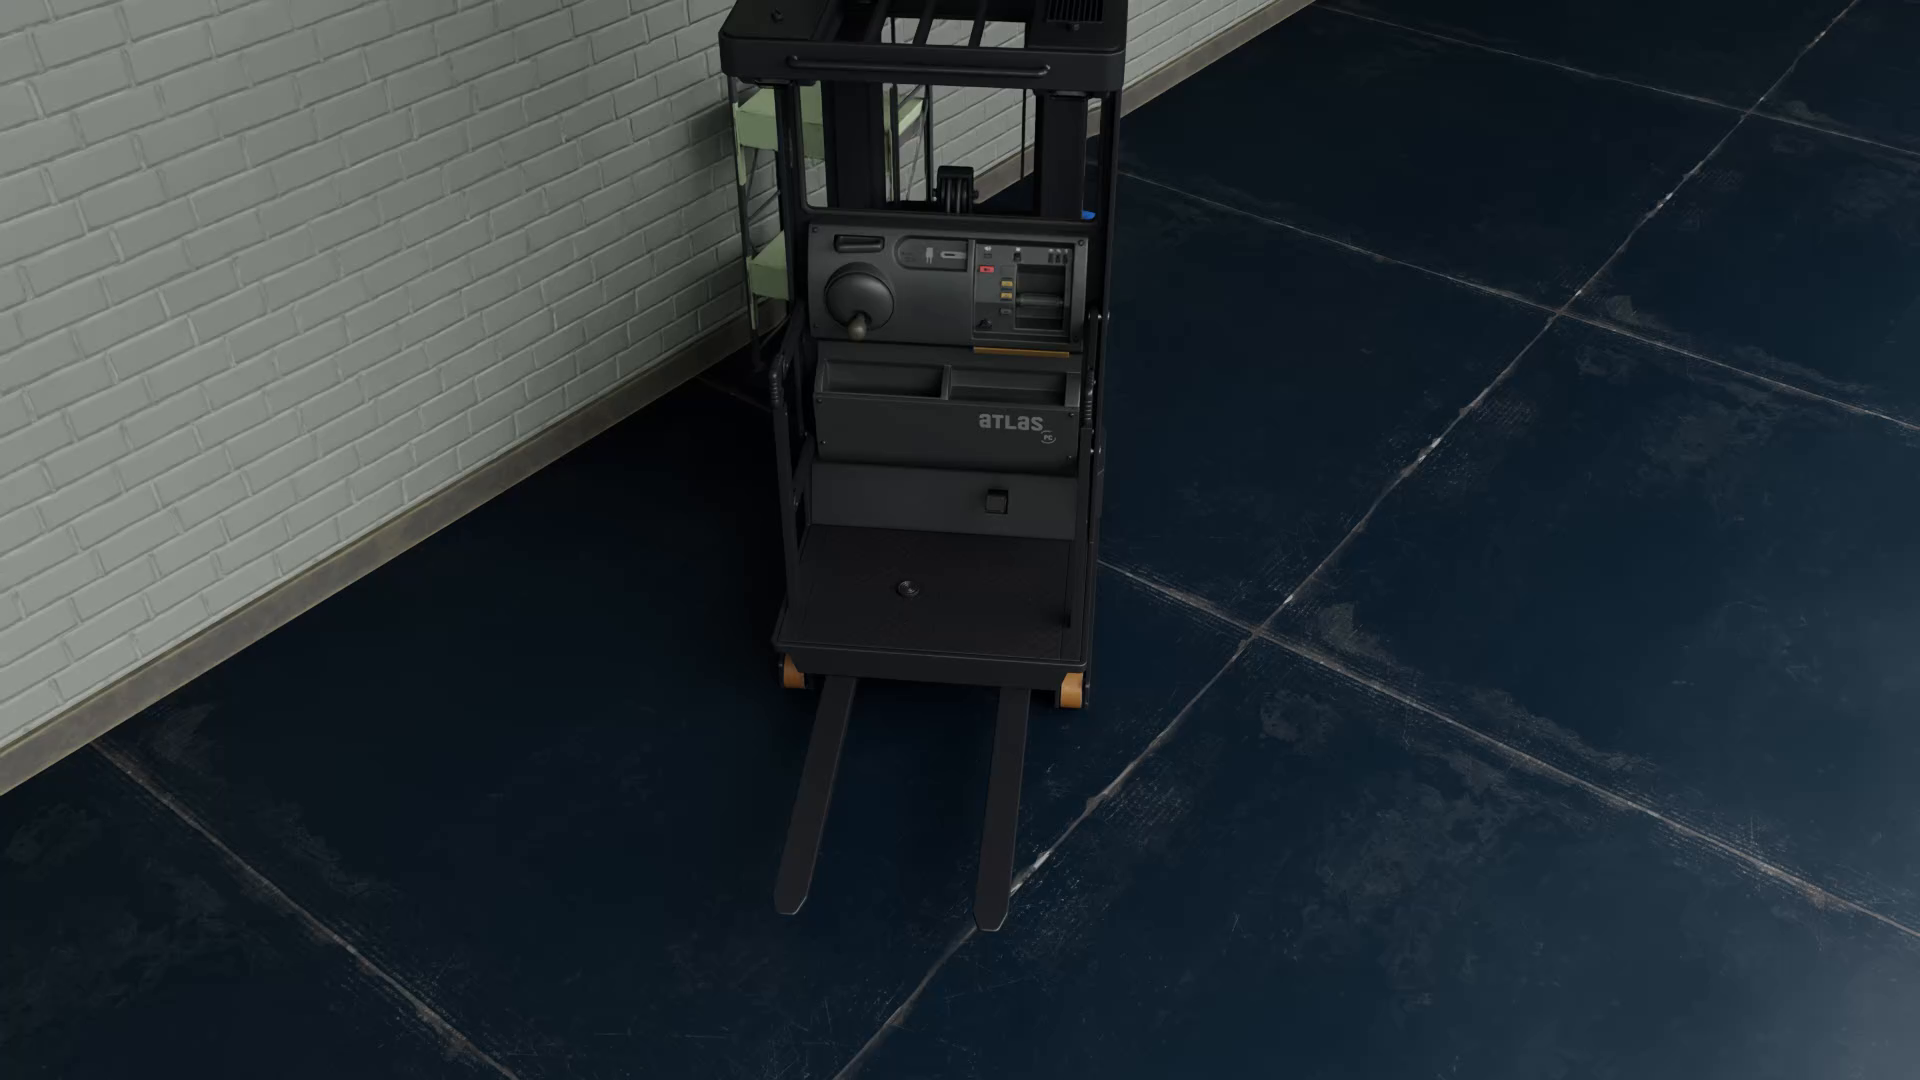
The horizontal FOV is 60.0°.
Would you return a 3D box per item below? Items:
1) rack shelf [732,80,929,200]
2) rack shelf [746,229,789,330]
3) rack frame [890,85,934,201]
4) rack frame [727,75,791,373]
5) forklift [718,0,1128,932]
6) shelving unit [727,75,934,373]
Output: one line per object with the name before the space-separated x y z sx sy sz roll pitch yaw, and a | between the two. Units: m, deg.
rack shelf | -0.538 -1.709 7.083 0.720 0.370 0.431 14 40 17
rack shelf | -0.538 -1.145 7.524 0.720 0.370 0.431 14 40 17
rack frame | -0.198 -1.319 7.218 0.023 1.500 0.400 14 40 17
rack frame | -0.879 -1.484 7.428 0.023 1.500 0.400 14 40 17
forklift | -0.064 -0.772 5.359 1.130 2.935 3.031 4 38 5
shelving unit | -0.538 -1.401 7.323 0.755 1.500 0.431 14 40 17
